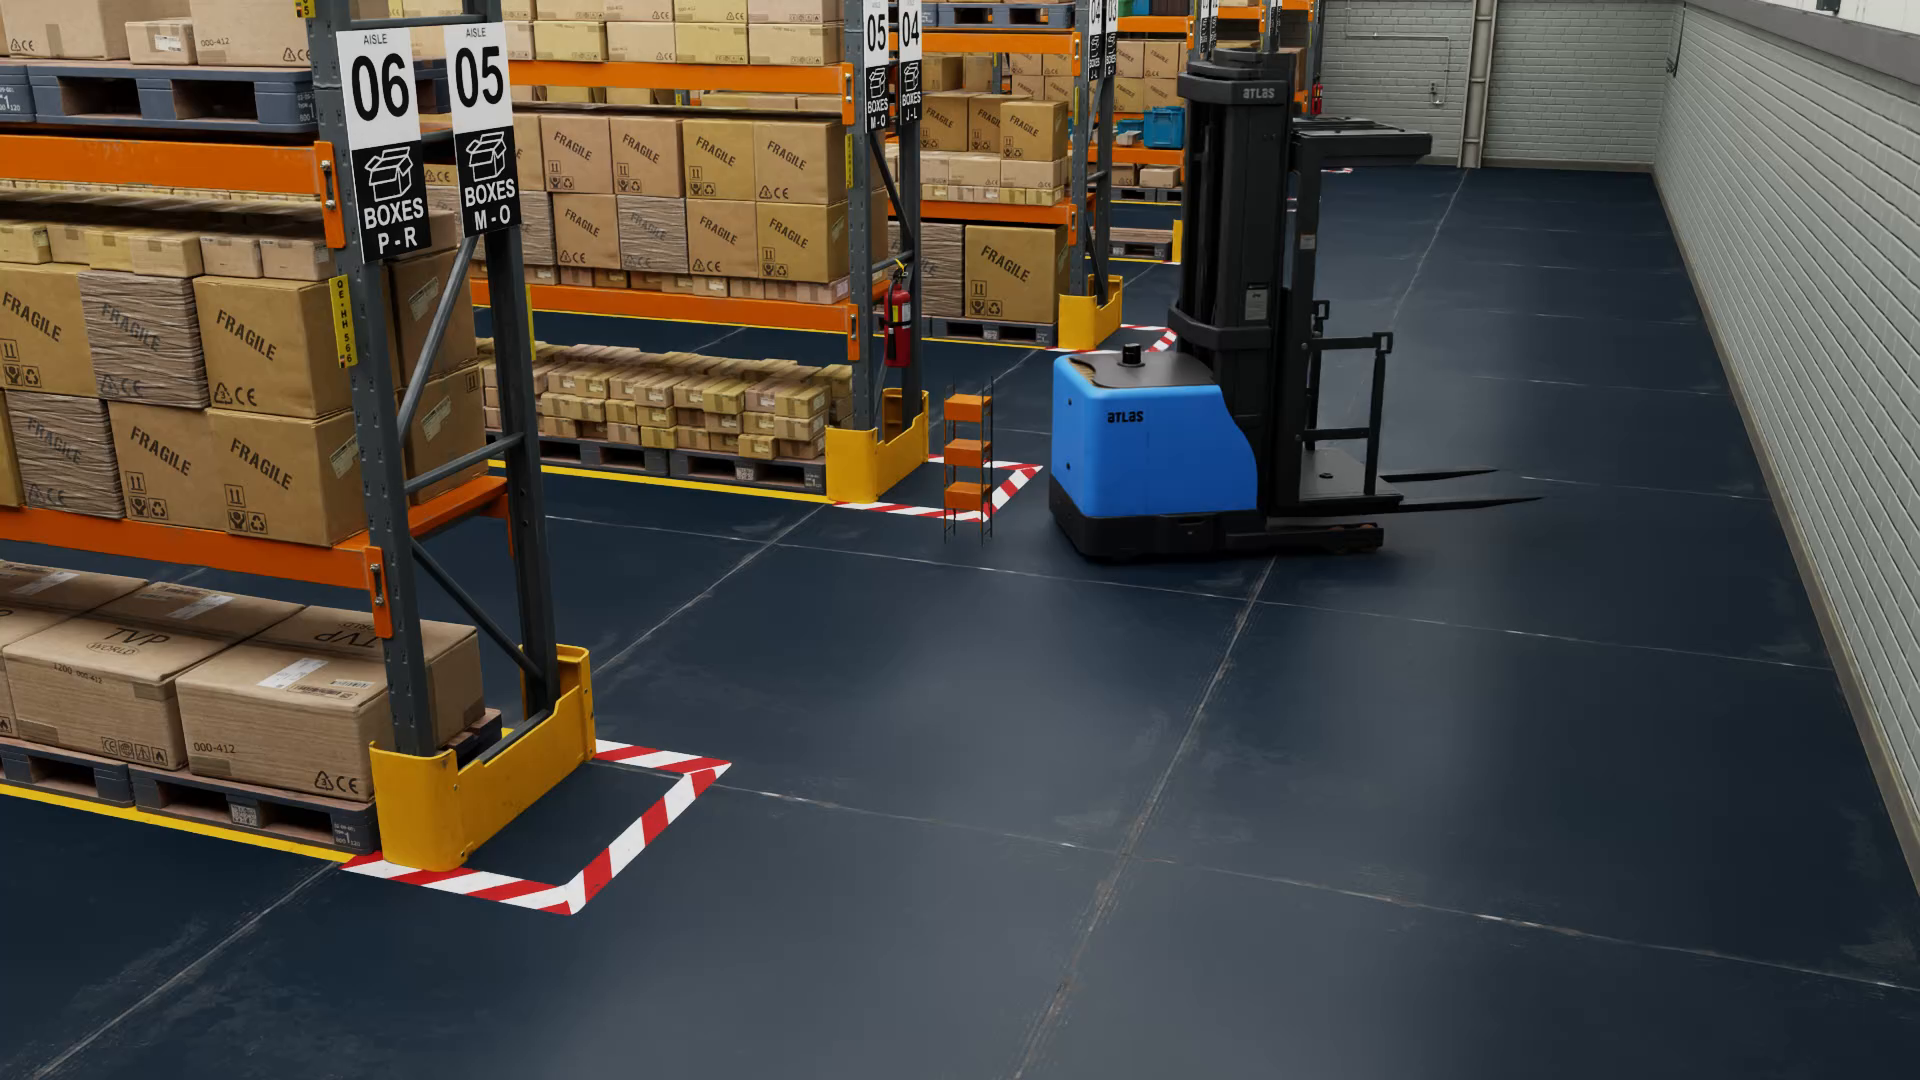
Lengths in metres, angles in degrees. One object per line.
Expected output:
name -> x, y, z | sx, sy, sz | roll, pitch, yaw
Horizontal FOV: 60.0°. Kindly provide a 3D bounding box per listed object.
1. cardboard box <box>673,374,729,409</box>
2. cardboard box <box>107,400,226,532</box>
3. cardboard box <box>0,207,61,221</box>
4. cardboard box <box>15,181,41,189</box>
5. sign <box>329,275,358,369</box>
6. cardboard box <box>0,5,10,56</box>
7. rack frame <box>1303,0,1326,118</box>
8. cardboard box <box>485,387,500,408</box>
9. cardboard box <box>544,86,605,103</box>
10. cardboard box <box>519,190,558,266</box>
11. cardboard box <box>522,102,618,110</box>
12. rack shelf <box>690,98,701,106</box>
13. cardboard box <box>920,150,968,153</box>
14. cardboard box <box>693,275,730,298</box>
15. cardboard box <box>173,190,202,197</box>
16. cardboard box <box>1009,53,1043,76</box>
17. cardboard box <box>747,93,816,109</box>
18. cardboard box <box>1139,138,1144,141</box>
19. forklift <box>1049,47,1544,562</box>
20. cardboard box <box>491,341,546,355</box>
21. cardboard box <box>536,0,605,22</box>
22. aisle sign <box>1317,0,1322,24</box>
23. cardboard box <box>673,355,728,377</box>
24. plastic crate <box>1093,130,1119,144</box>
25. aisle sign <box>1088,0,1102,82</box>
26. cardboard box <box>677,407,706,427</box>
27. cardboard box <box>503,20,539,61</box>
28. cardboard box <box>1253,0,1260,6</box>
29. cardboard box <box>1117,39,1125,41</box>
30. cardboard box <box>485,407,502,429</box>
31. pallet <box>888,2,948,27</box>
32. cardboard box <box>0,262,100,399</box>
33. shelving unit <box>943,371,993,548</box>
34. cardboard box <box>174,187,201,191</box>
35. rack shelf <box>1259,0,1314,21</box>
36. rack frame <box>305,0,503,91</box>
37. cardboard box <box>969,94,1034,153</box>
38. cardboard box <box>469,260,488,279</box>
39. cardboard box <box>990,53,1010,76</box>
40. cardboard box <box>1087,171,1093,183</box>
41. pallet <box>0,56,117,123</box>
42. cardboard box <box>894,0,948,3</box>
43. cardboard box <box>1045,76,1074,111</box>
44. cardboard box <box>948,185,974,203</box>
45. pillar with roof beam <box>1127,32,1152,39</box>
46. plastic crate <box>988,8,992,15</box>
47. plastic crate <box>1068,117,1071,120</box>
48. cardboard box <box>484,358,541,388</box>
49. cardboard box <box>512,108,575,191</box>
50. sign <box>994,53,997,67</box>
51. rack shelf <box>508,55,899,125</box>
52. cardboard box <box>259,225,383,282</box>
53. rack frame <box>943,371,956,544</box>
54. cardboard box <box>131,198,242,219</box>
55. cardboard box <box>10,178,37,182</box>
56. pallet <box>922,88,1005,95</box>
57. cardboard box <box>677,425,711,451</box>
cardboard box -> -1.802, -1.034, 11.599 | 0.250, 0.149, 0.380 | 6, 20, 16
cardboard box -> -3.031, -0.368, 6.745 | 0.500, 0.500, 0.500 | 6, 20, 17
cardboard box -> -3.889, -1.249, 6.769 | 0.250, 0.149, 0.380 | 7, 20, 20
cardboard box -> -7.147, -2.755, 13.037 | 0.250, 0.149, 0.380 | 6, 20, 16
sign -> -2.211, -0.783, 5.970 | 0.005, 0.325, 0.100 | 7, 20, 18
cardboard box -> -3.874, -2.265, 6.842 | 0.500, 0.500, 0.500 | 7, 20, 19
rack frame -> 6.109, -7.993, 28.774 | 0.127, 3.000, 1.000 | 7, 20, 18
cardboard box -> -3.267, -1.083, 12.191 | 0.250, 0.149, 0.380 | 5, 20, 15
cardboard box -> -3.796, -4.470, 16.990 | 0.637, 0.503, 0.797 | 7, 20, 19
cardboard box -> -2.950, -2.213, 11.587 | 0.500, 0.500, 0.500 | 6, 20, 17
cardboard box -> -2.767, -2.853, 11.904 | 0.500, 0.500, 0.500 | 7, 20, 19
rack shelf -> -4.959, -7.193, 27.571 | 4.000, 0.370, 1.077 | 7, 20, 18
cardboard box -> -0.099, -3.688, 16.198 | 0.500, 0.250, 0.500 | 6, 20, 16
cardboard box -> -1.604, -1.752, 11.249 | 0.250, 0.149, 0.380 | 7, 20, 20
cardboard box -> -5.697, -2.588, 12.558 | 0.250, 0.149, 0.380 | 5, 20, 15
cardboard box -> 1.062, -7.266, 25.015 | 0.500, 0.500, 0.500 | 7, 20, 19
cardboard box -> -1.715, -4.042, 16.075 | 0.500, 0.500, 0.500 | 7, 20, 18
cardboard box -> 3.477, -7.275, 29.874 | 0.500, 0.500, 0.700 | 6, 20, 18
forklift -> 2.140, -1.467, 10.156 | 3.031, 2.935, 1.130 | -3, 19, -9
cardboard box -> -3.355, -1.409, 12.675 | 0.250, 0.149, 0.380 | 6, 20, 18
cardboard box -> -2.448, -3.563, 10.976 | 0.500, 0.250, 0.500 | 6, 20, 16
aisle sign -> 6.079, -9.120, 28.056 | 0.004, 0.787, 0.394 | 7, 20, 18
cardboard box -> -1.890, -1.230, 12.161 | 0.250, 0.149, 0.380 | 7, 21, 20
plastic crate -> 1.759, -4.884, 20.164 | 0.243, 0.136, 0.396 | 7, 20, 18
aisle sign -> 1.202, -4.500, 14.801 | 0.004, 0.787, 0.394 | 7, 20, 18
cardboard box -> -1.794, -0.919, 11.721 | 0.250, 0.149, 0.380 | 6, 20, 17
cardboard box -> -2.956, -3.374, 11.192 | 0.500, 0.250, 0.500 | 7, 21, 20
cardboard box -> 4.085, -7.933, 24.271 | 0.500, 0.250, 0.500 | 7, 20, 18
cardboard box -> 2.232, -7.321, 25.174 | 0.500, 0.500, 0.500 | 7, 20, 18
cardboard box -> -3.271, -0.935, 12.219 | 0.250, 0.149, 0.380 | 6, 20, 17
pallet -> -0.628, -4.956, 15.637 | 1.213, 0.211, 1.003 | 7, 20, 18
cardboard box -> -3.522, -0.891, 6.727 | 0.500, 0.500, 0.500 | 6, 20, 18
shelving unit -> 0.051, -0.490, 10.210 | 0.252, 1.050, 0.215 | 7, 20, 18
cardboard box -> -5.689, -2.730, 12.515 | 0.250, 0.149, 0.380 | 6, 20, 16
rack shelf -> 4.220, -9.286, 29.018 | 4.000, 0.370, 1.077 | 7, 20, 18
rack frame -> -2.019, -3.125, 5.692 | 0.127, 3.000, 1.000 | 7, 20, 18
cardboard box -> 0.396, -3.987, 15.916 | 0.500, 0.500, 0.500 | 6, 20, 17
cardboard box -> -3.316, -1.974, 11.888 | 0.250, 0.149, 0.380 | 6, 20, 16
cardboard box -> 0.855, -8.703, 30.175 | 0.500, 0.500, 0.500 | 7, 20, 18
cardboard box -> 1.855, -5.552, 25.405 | 0.250, 0.166, 0.380 | 7, 20, 18
pallet -> -3.880, -1.874, 6.797 | 1.213, 0.211, 1.003 | 7, 20, 18
cardboard box -> -0.272, -5.261, 15.435 | 0.500, 0.500, 0.700 | 5, 20, 14
cardboard box -> 1.586, -6.738, 25.020 | 0.500, 0.500, 0.500 | 7, 20, 19
cardboard box -> 0.069, -3.273, 15.613 | 0.250, 0.149, 0.380 | 7, 20, 19
pillar with roof beam -> 1.863, -10.113, 25.740 | 0.400, 9.000, 9.100 | 7, 20, 18
plastic crate -> 0.163, -6.480, 20.075 | 0.590, 0.269, 0.497 | 7, 20, 18
plastic crate -> 1.206, -5.166, 20.826 | 0.300, 0.233, 0.416 | 7, 20, 18
cardboard box -> -3.262, -1.224, 12.143 | 0.250, 0.149, 0.380 | 6, 20, 17
cardboard box -> -2.962, -2.694, 11.447 | 0.500, 0.500, 0.500 | 7, 20, 19
sign -> 0.530, -7.259, 24.907 | 0.005, 0.325, 0.100 | 7, 20, 18
rack shelf -> -2.380, -3.135, 11.370 | 4.000, 0.370, 1.077 | 7, 20, 18
cardboard box -> -2.424, -1.094, 6.324 | 0.250, 0.149, 0.380 | 7, 20, 19
rack frame -> -0.065, -0.503, 10.248 | 0.008, 1.050, 0.200 | 7, 20, 18
cardboard box -> -3.263, -1.347, 7.049 | 0.250, 0.149, 0.380 | 7, 20, 19
cardboard box -> -7.189, -2.900, 13.002 | 0.250, 0.149, 0.380 | 6, 20, 18
pallet -> -0.010, -6.914, 25.970 | 1.213, 0.211, 1.003 | 7, 20, 18
cardboard box -> -1.791, -0.760, 11.716 | 0.250, 0.149, 0.380 | 7, 20, 19
